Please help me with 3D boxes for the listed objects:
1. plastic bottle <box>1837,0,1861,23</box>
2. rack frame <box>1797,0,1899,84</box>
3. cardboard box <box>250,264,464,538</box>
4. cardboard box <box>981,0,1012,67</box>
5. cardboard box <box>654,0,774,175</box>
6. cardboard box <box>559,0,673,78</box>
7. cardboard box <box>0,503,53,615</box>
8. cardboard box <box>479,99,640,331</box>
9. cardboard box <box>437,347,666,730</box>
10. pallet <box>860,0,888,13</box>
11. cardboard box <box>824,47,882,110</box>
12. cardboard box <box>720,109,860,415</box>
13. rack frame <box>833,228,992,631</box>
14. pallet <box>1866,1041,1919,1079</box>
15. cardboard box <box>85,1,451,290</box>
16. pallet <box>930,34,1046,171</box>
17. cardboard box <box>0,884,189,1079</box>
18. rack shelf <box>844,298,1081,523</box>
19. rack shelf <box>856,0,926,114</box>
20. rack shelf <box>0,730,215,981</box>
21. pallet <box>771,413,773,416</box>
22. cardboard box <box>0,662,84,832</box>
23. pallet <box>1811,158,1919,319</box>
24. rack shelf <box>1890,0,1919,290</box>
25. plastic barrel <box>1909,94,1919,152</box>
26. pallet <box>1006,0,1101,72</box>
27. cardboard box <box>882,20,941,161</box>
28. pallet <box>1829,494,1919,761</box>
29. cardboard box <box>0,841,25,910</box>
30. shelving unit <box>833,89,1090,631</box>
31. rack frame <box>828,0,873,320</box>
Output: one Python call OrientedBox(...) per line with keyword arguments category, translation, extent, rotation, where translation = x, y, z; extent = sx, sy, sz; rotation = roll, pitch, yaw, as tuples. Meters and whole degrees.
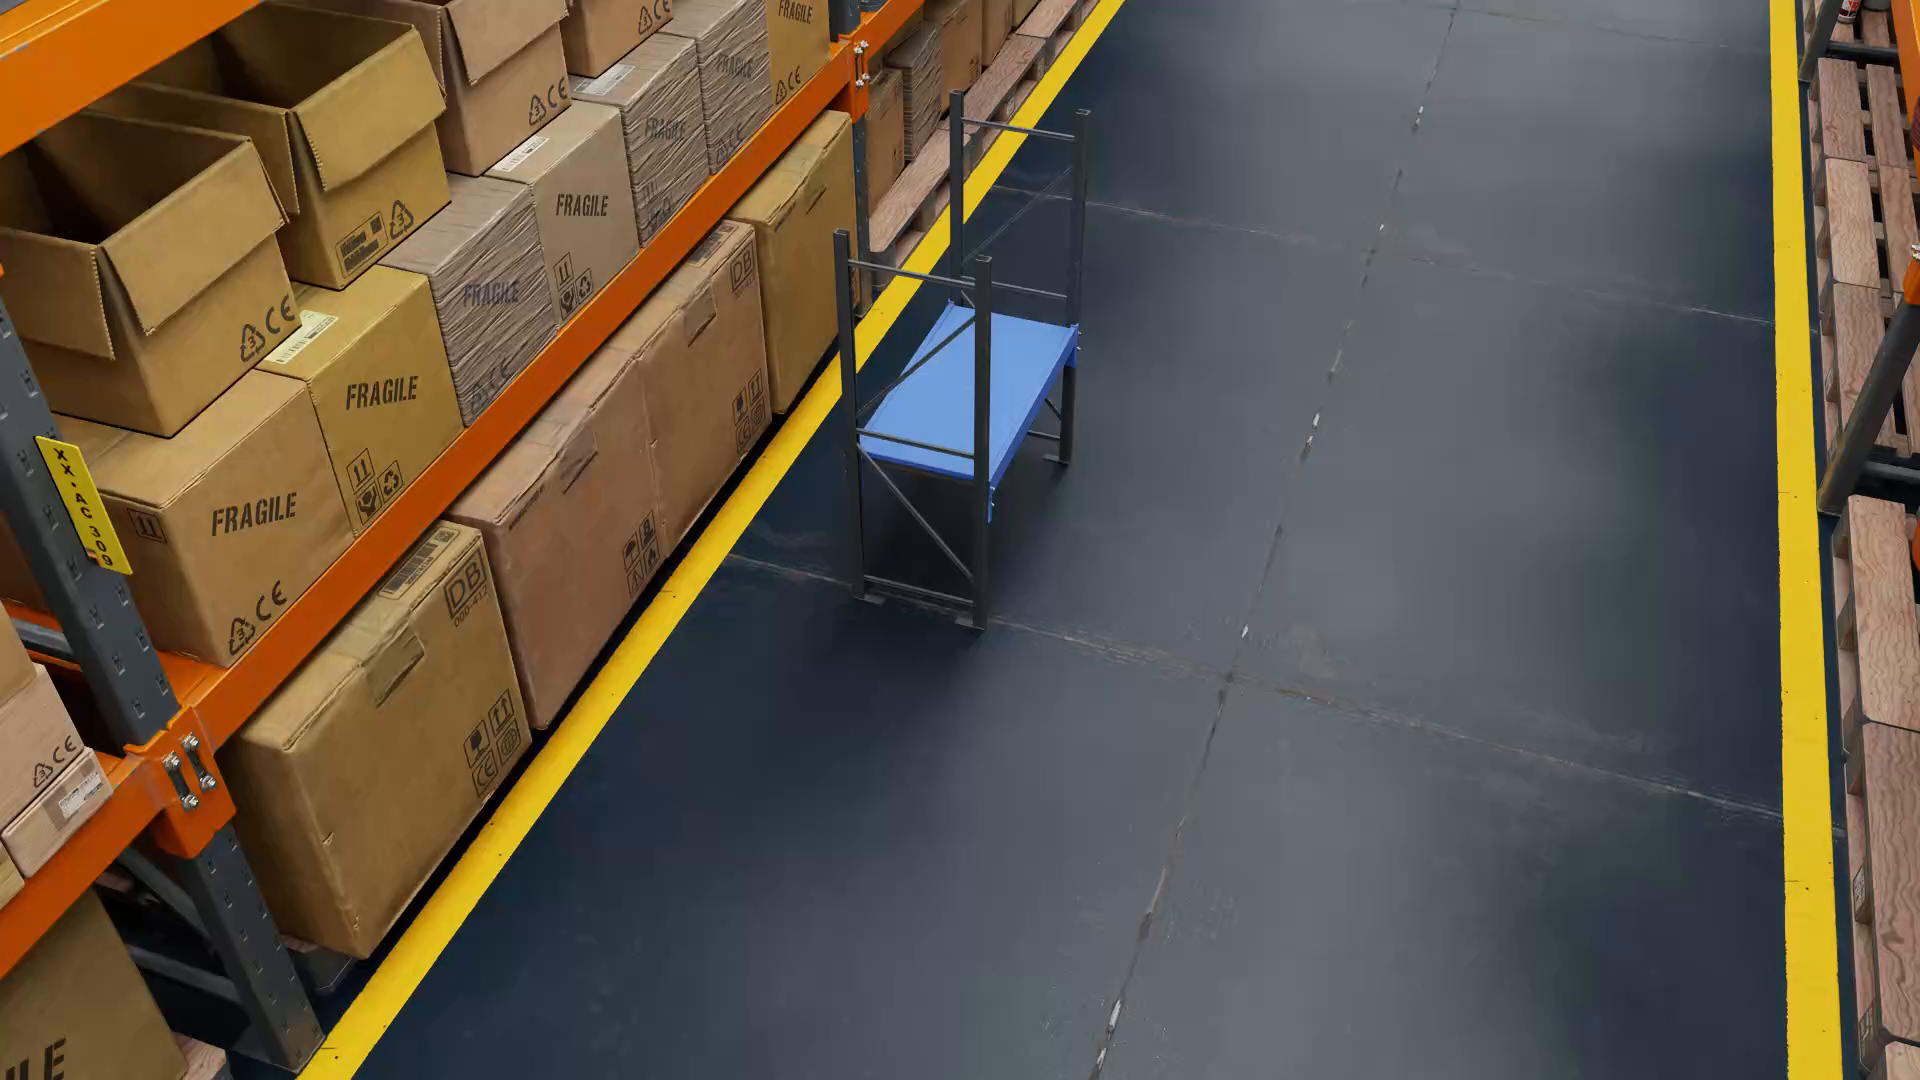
OrientedBox(category="plastic bottle", translation=(4.970, -3.001, 9.273), extent=(0.097, 0.201, 0.097), rotation=(0, 40, 0))
OrientedBox(category="rack frame", translation=(5.139, -3.607, 8.167), extent=(1.000, 3.000, 0.127), rotation=(13, 42, 15))
OrientedBox(category="cardboard box", translation=(-1.688, -0.397, 4.327), extent=(0.500, 0.500, 0.500), rotation=(13, 42, 15))
OrientedBox(category="cardboard box", translation=(-0.117, -2.925, 8.955), extent=(0.700, 0.500, 0.500), rotation=(10, 41, 11))
OrientedBox(category="cardboard box", translation=(-0.995, -1.646, 5.791), extent=(0.500, 0.500, 0.500), rotation=(13, 42, 15))
OrientedBox(category="cardboard box", translation=(-1.374, -1.847, 5.254), extent=(0.797, 0.503, 0.637), rotation=(14, 42, 16))
OrientedBox(category="cardboard box", translation=(-2.348, -0.211, 4.109), extent=(0.500, 0.500, 0.500), rotation=(13, 42, 15))
OrientedBox(category="cardboard box", translation=(-1.345, -1.019, 5.056), extent=(0.500, 0.500, 0.500), rotation=(14, 42, 16))
OrientedBox(category="cardboard box", translation=(-1.746, -0.119, 5.392), extent=(1.225, 0.875, 0.875), rotation=(12, 42, 14))
OrientedBox(category="pallet", translation=(-0.740, -2.652, 7.195), extent=(1.213, 0.211, 1.003), rotation=(13, 42, 15))
OrientedBox(category="cardboard box", translation=(-0.682, -2.184, 7.508), extent=(0.500, 0.250, 0.500), rotation=(15, 43, 17))
OrientedBox(category="cardboard box", translation=(-1.139, -1.202, 6.661), extent=(1.225, 0.875, 0.875), rotation=(11, 42, 13))
OrientedBox(category="rack frame", translation=(-0.145, -0.313, 5.461), extent=(0.500, 1.500, 0.032), rotation=(13, 42, 15))
OrientedBox(category="pallet", translation=(2.706, 1.871, 3.894), extent=(1.003, 0.211, 1.213), rotation=(13, 42, 15))
OrientedBox(category="cardboard box", translation=(-1.795, -1.054, 4.325), extent=(0.797, 0.503, 0.637), rotation=(14, 42, 16))
OrientedBox(category="pallet", translation=(-0.196, -2.424, 8.929), extent=(1.003, 0.211, 1.213), rotation=(13, 42, 15))
OrientedBox(category="cardboard box", translation=(-2.552, 1.206, 3.839), extent=(0.875, 0.875, 0.875), rotation=(13, 42, 15))
OrientedBox(category="rack shelf", translation=(0.029, -0.486, 5.941), extent=(0.538, 0.185, 1.000), rotation=(13, 42, 15))
OrientedBox(category="rack shelf", translation=(-0.199, -3.213, 8.259), extent=(1.077, 0.370, 4.000), rotation=(13, 42, 15))
OrientedBox(category="rack shelf", translation=(-2.935, 1.666, 2.540), extent=(1.077, 0.370, 4.000), rotation=(13, 42, 15))
OrientedBox(category="pallet", translation=(-1.224, -0.742, 6.957), extent=(1.003, 0.211, 1.213), rotation=(13, 42, 15))
OrientedBox(category="cardboard box", translation=(-2.155, 0.444, 3.305), extent=(0.500, 0.250, 0.500), rotation=(13, 42, 14))
OrientedBox(category="pallet", translation=(4.491, -1.312, 7.626), extent=(1.003, 0.211, 1.213), rotation=(13, 42, 15))
OrientedBox(category="rack shelf", translation=(4.455, -2.114, 6.971), extent=(1.077, 0.370, 4.000), rotation=(13, 42, 15))
OrientedBox(category="plastic barrel", translation=(3.645, -1.570, 5.674), extent=(0.600, 0.536, 0.708), rotation=(13, 42, 15))
OrientedBox(category="pallet", translation=(0.220, -3.171, 9.804), extent=(1.003, 0.211, 1.213), rotation=(13, 42, 15))
OrientedBox(category="cardboard box", translation=(-0.495, -2.238, 8.149), extent=(0.700, 0.500, 0.500), rotation=(10, 41, 12))
OrientedBox(category="pallet", translation=(3.541, 0.383, 5.638), extent=(1.003, 0.211, 1.213), rotation=(13, 42, 15))
OrientedBox(category="cardboard box", translation=(-2.135, 0.684, 3.330), extent=(0.380, 0.149, 0.250), rotation=(14, 42, 16))
OrientedBox(category="shelving unit", translation=(0.029, -0.623, 5.824), extent=(0.538, 1.500, 1.048), rotation=(13, 42, 15))
OrientedBox(category="rack frame", translation=(-0.883, -2.267, 6.596), extent=(1.000, 3.000, 0.127), rotation=(13, 42, 15))
